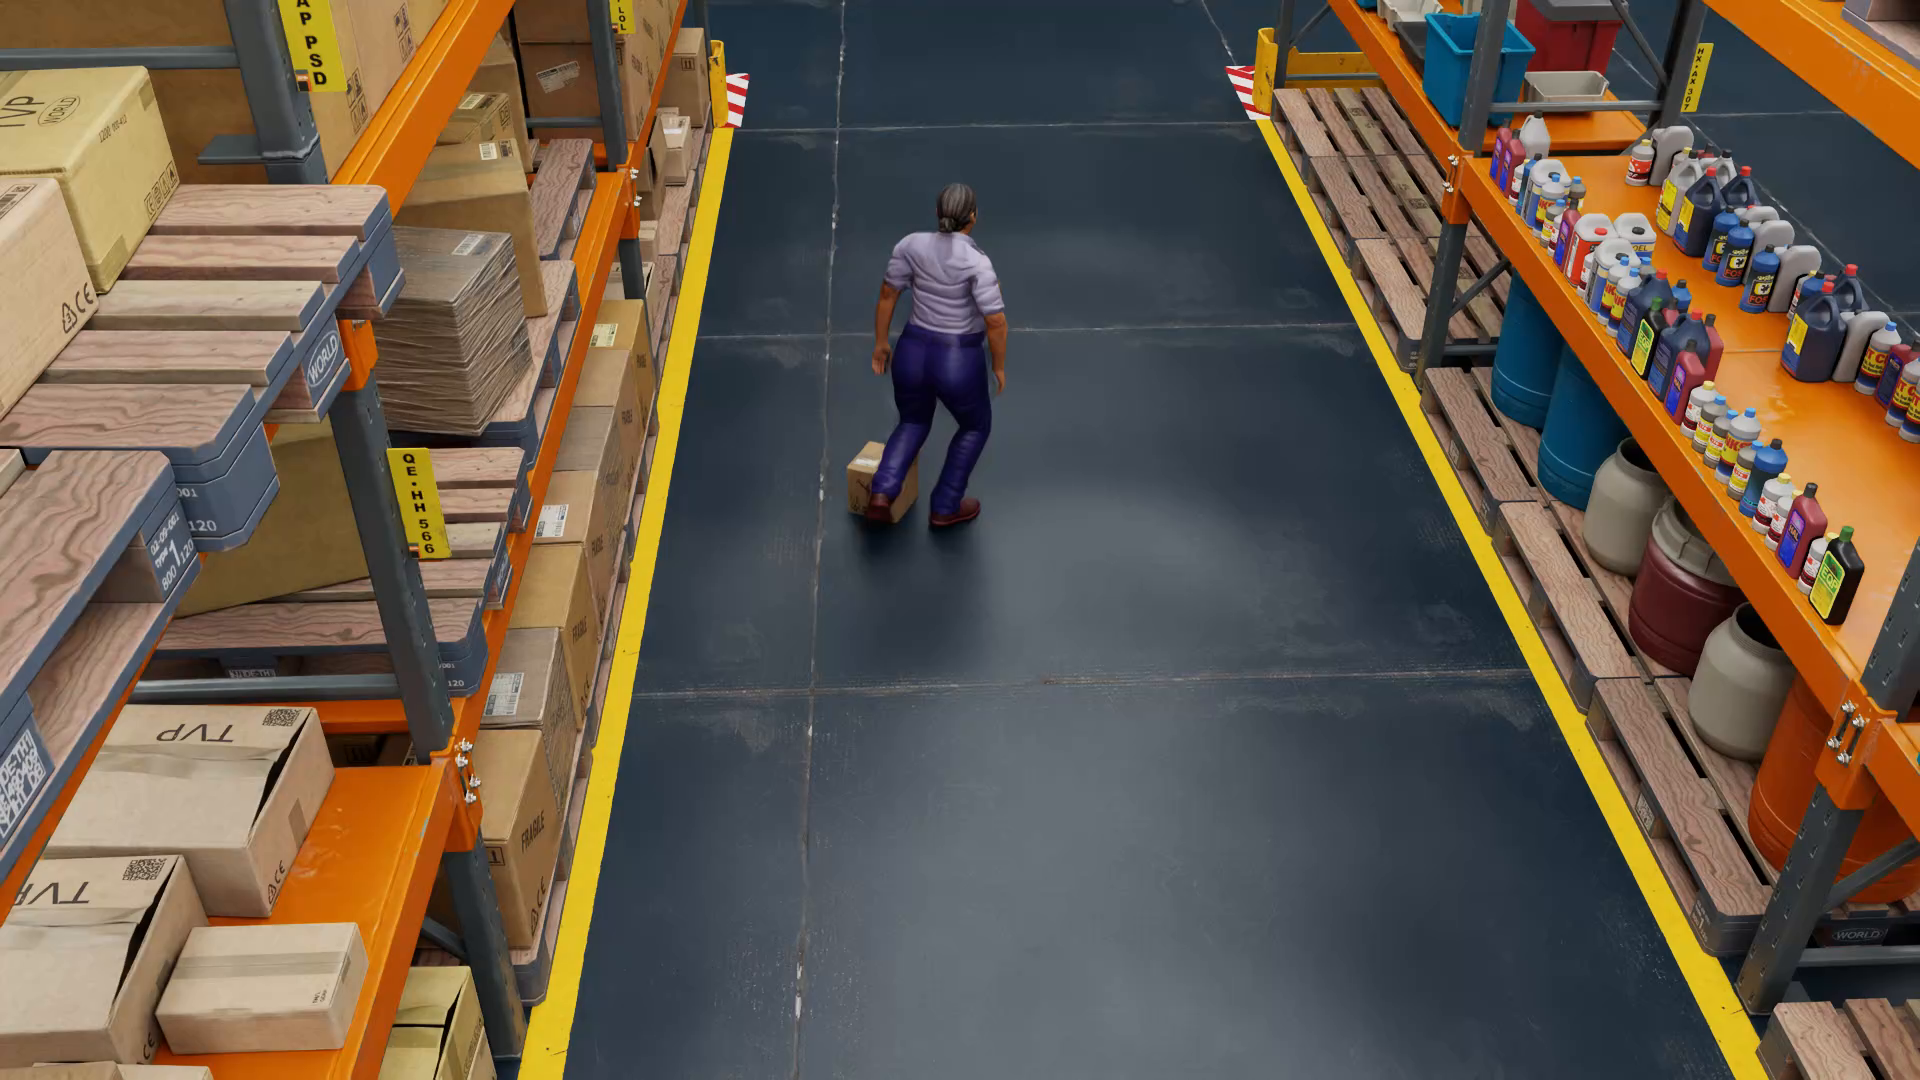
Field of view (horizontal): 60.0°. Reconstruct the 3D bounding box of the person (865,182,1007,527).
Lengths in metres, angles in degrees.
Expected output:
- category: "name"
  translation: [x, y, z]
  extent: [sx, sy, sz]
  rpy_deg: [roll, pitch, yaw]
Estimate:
- category: "person"
  translation: [-0.127, -0.739, 7.253]
  extent: [0.640, 1.591, 0.646]
  rpy_deg: [17, 39, 23]
